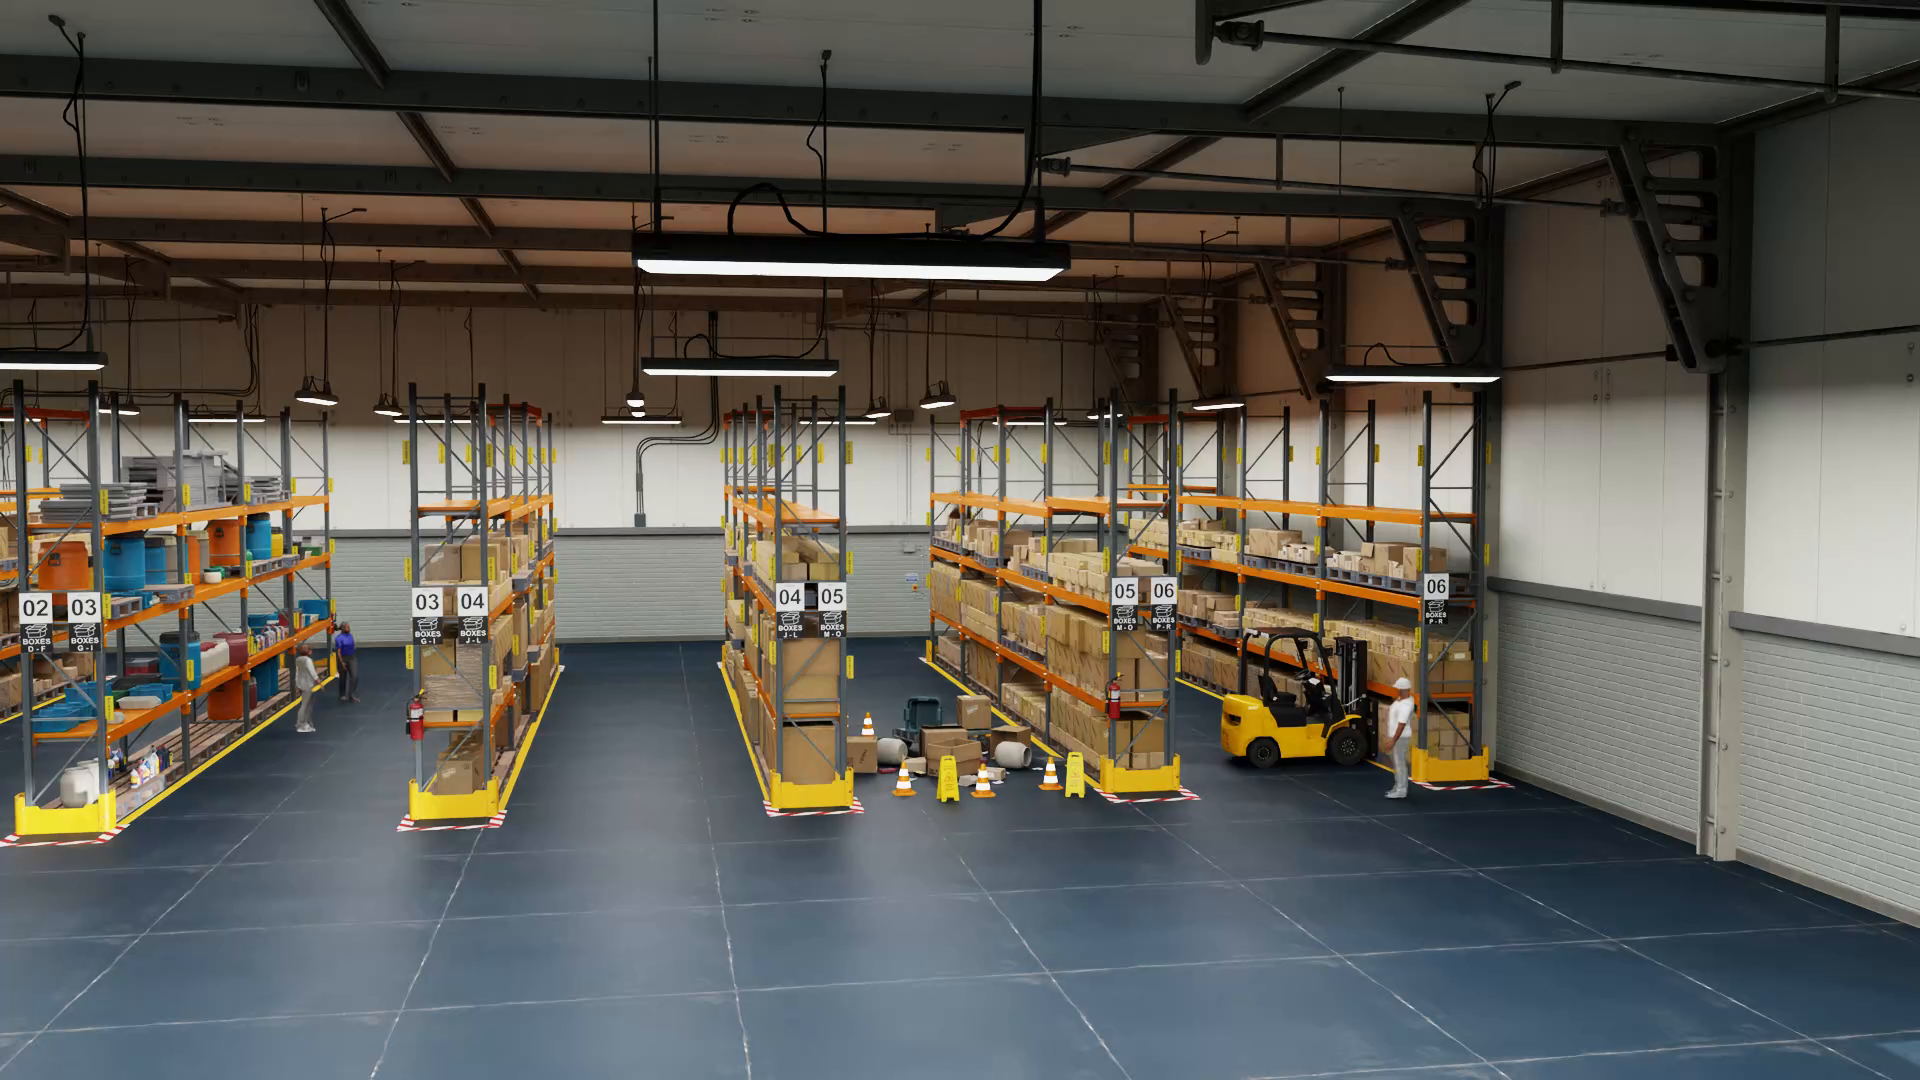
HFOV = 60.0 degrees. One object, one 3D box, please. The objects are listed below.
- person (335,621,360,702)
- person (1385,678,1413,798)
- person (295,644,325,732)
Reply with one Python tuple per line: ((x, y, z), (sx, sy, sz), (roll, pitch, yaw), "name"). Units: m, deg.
((-12.499, 2.486, 33.902), (0.496, 1.646, 0.549), (-3, 4, -42), "person")
((6.404, 2.894, 24.362), (0.473, 1.783, 0.693), (0, 3, 2), "person")
((-11.818, 2.691, 30.070), (0.518, 1.644, 0.492), (3, 4, 44), "person")
